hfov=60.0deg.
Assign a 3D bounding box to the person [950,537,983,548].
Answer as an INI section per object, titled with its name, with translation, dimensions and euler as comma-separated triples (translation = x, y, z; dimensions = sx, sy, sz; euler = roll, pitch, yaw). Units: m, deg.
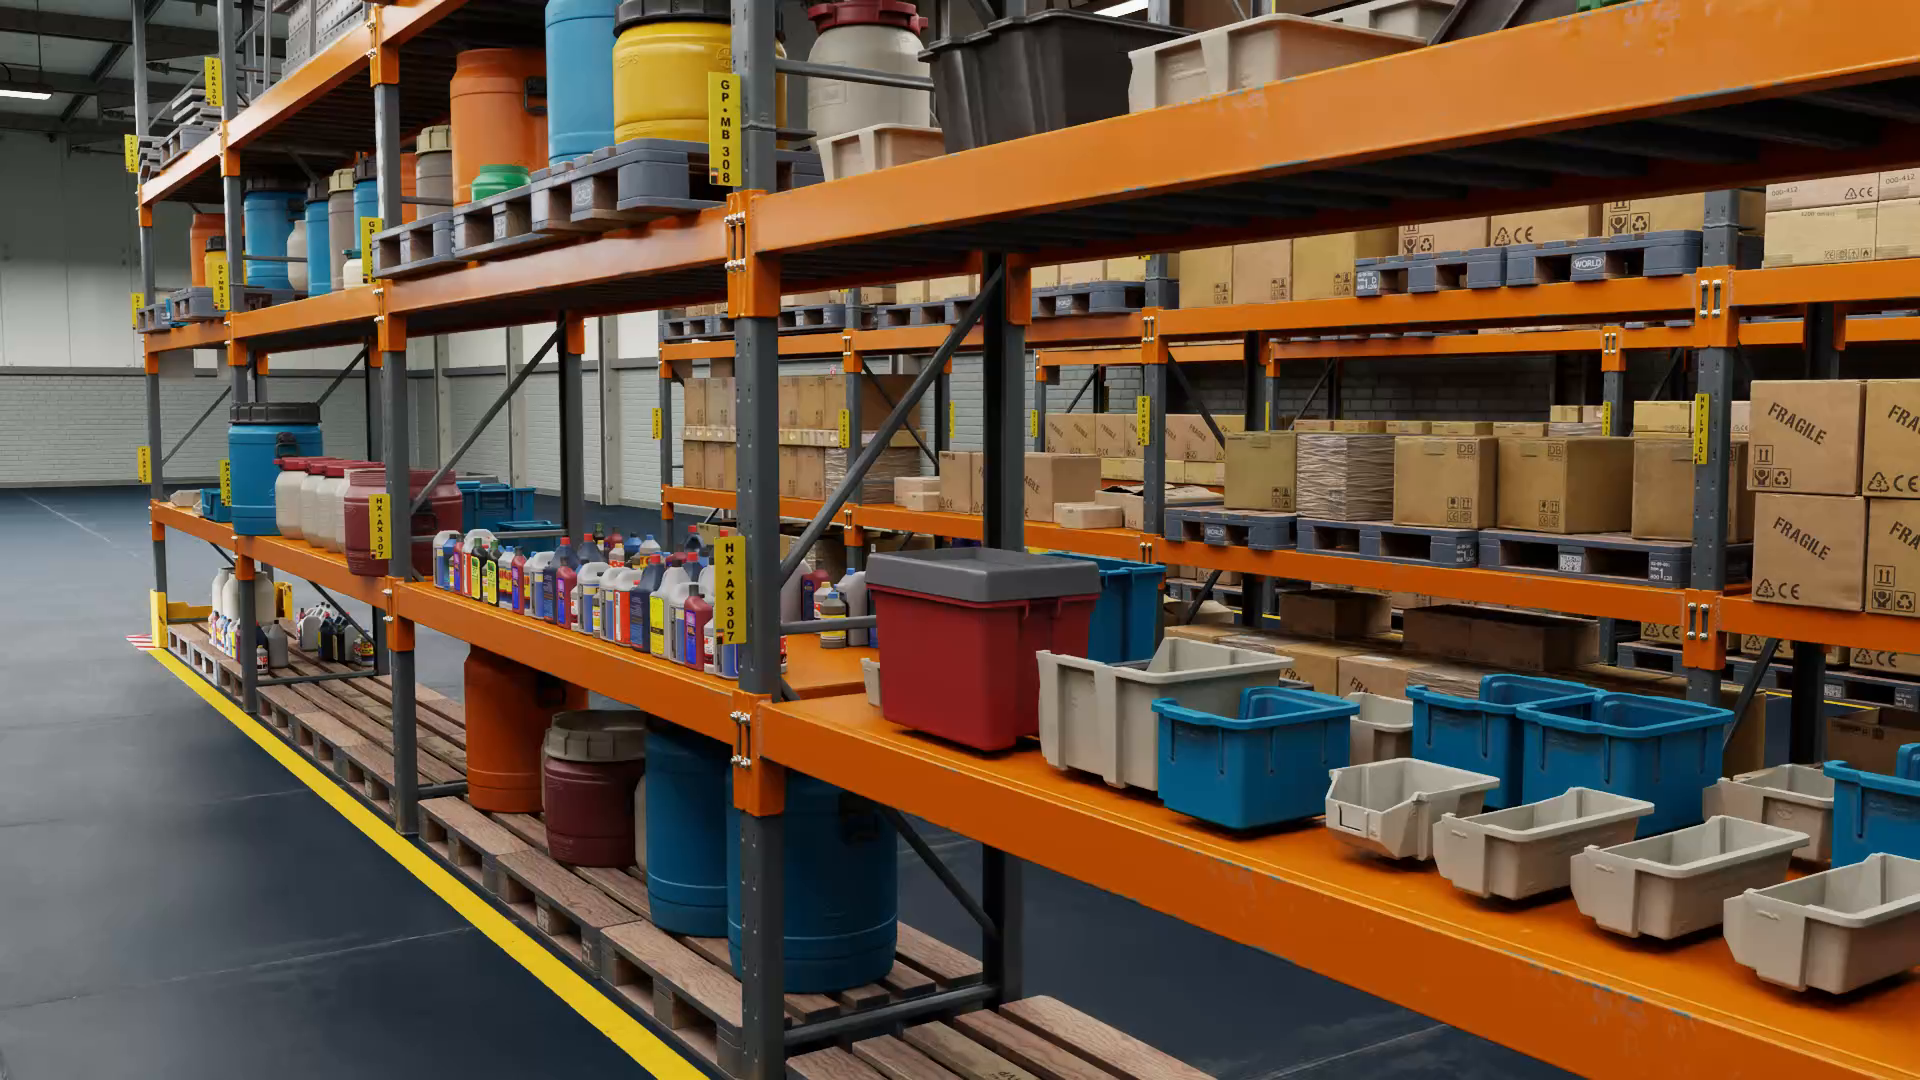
[person]
translation = 0.015, -0.010, 16.739
dimensions = 0.541, 1.652, 0.369
euler = -3, 6, -33
